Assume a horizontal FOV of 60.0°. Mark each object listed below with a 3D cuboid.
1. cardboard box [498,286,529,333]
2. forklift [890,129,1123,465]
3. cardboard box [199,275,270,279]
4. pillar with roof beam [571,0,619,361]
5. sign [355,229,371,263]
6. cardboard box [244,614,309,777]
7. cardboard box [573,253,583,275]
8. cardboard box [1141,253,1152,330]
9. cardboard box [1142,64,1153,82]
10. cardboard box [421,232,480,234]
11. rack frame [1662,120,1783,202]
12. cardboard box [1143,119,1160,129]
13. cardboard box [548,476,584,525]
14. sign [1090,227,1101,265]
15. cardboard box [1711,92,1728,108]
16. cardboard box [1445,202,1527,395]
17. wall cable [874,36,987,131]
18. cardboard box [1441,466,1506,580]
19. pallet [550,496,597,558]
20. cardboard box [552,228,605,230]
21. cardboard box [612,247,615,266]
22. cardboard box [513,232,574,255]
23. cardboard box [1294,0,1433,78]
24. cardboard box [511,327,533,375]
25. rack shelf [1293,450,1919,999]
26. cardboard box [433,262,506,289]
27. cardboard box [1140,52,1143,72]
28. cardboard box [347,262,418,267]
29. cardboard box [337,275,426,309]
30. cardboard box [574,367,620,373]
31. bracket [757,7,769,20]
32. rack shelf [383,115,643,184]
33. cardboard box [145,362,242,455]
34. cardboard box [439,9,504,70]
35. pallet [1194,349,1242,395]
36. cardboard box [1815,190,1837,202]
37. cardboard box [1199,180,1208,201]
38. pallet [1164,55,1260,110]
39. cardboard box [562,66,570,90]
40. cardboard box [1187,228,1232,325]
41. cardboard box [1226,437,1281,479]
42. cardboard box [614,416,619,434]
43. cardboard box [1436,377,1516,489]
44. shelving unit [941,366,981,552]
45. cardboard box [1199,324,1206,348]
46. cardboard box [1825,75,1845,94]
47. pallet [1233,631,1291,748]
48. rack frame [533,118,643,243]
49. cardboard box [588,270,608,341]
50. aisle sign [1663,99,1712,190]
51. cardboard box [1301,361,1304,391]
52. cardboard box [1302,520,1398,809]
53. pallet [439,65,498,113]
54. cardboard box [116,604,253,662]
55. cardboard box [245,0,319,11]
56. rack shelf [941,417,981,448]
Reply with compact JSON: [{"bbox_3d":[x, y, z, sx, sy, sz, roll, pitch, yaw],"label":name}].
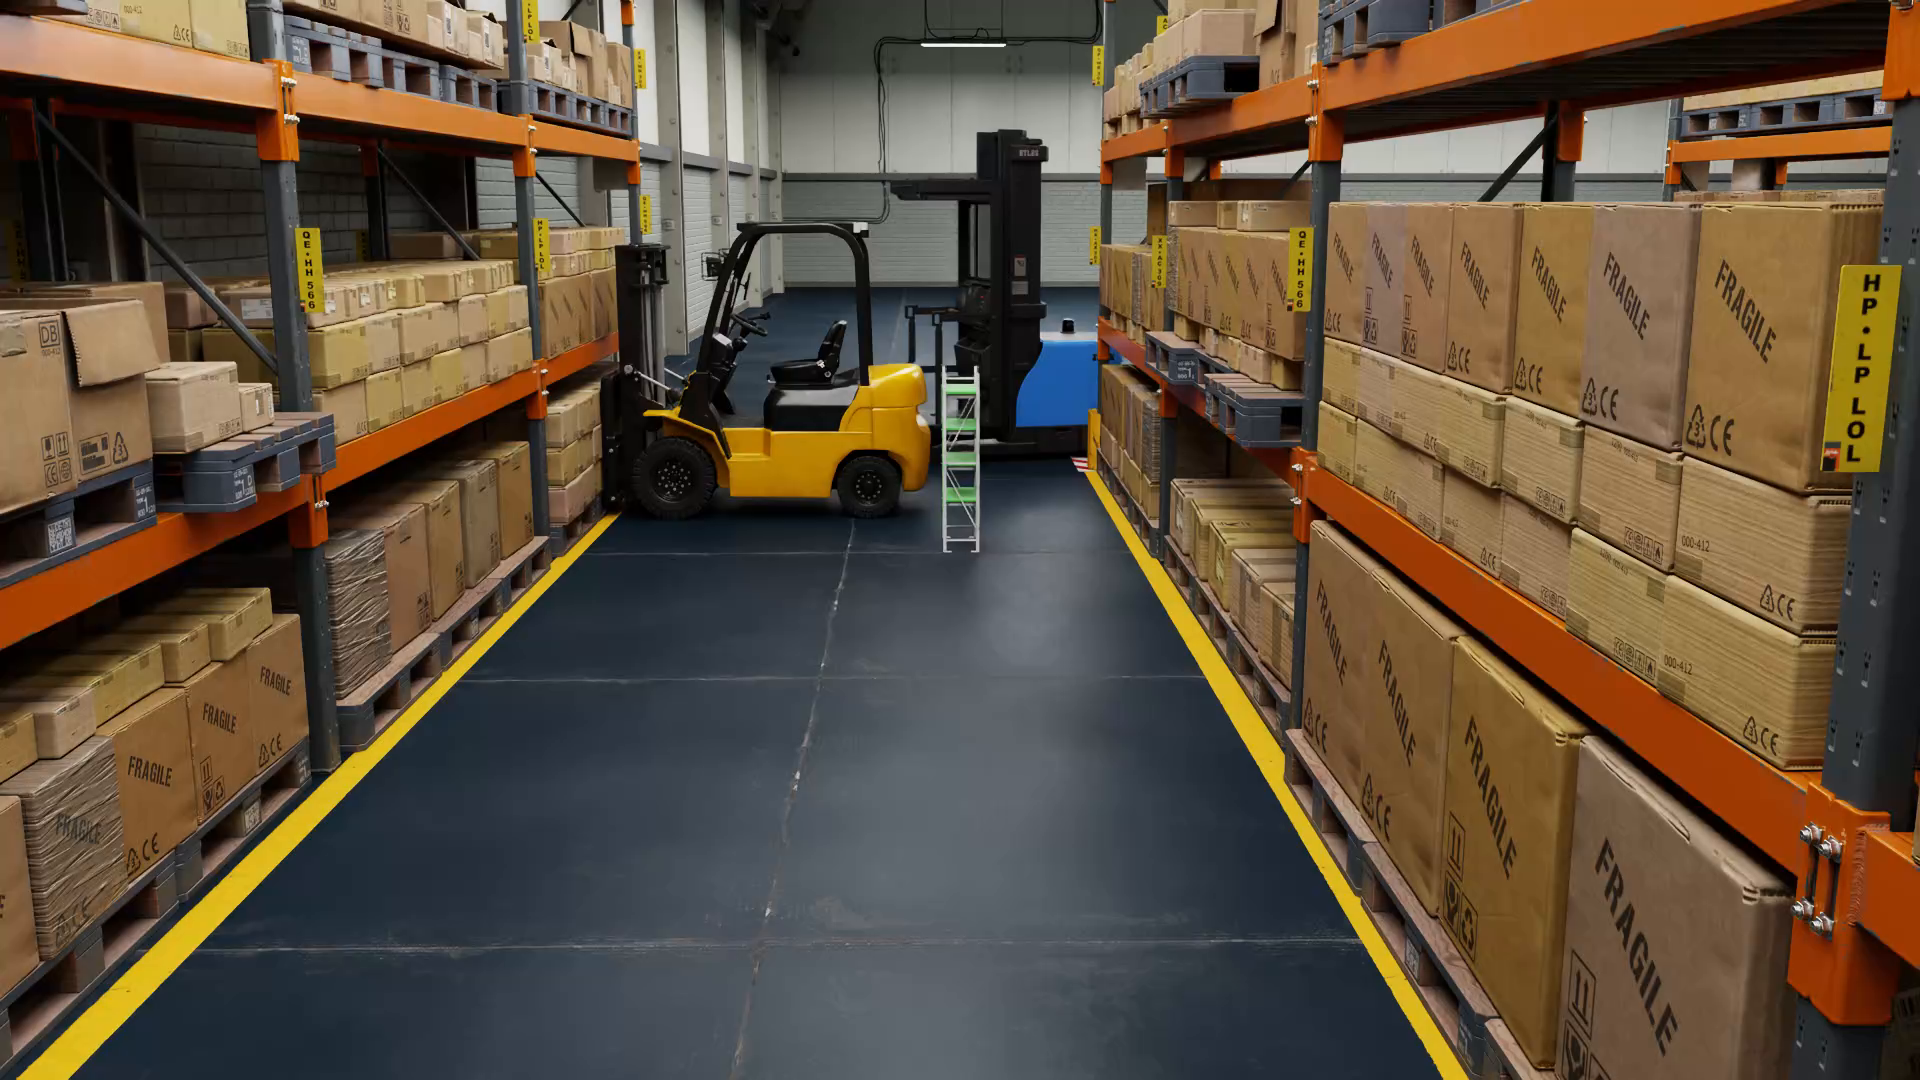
[{"bbox_3d":[-2.895,-1.388,9.976,0.500,0.250,0.500,0,11,-2],"label":"cardboard box"},{"bbox_3d":[-0.066,-2.229,15.173,3.031,2.935,1.130,-3,12,-15],"label":"forklift"},{"bbox_3d":[-3.439,-1.202,8.056,0.380,0.149,0.250,0,11,-2],"label":"cardboard box"},{"bbox_3d":[0.050,-6.117,19.075,9.100,9.000,0.400,0,11,-1],"label":"pillar with roof beam"},{"bbox_3d":[-3.715,-1.774,10.380,0.100,0.325,0.005,0,11,-1],"label":"sign"},{"bbox_3d":[-2.854,0.585,6.364,0.500,0.500,0.500,0,11,0],"label":"cardboard box"},{"bbox_3d":[-2.879,-1.949,11.739,0.380,0.149,0.250,0,11,-2],"label":"cardboard box"},{"bbox_3d":[1.527,-1.719,11.486,0.500,0.500,0.500,0,11,1],"label":"cardboard box"},{"bbox_3d":[1.512,-3.064,11.200,0.500,0.250,0.500,0,11,-2],"label":"cardboard box"},{"bbox_3d":[-3.520,-2.040,11.439,0.380,0.149,0.250,0,11,-2],"label":"cardboard box"},{"bbox_3d":[6.666,-2.170,14.710,1.000,3.000,0.127,0,11,-1],"label":"rack frame"},{"bbox_3d":[1.484,-2.947,11.629,0.380,0.149,0.250,0,11,0],"label":"cardboard box"},{"bbox_3d":[-2.840,-0.269,11.199,0.500,0.250,0.500,0,11,-1],"label":"cardboard box"},{"bbox_3d":[1.177,-2.551,14.413,0.100,0.325,0.005,0,11,-1],"label":"sign"},{"bbox_3d":[6.363,-3.602,13.547,0.380,0.149,0.250,0,11,-1],"label":"cardboard box"},{"bbox_3d":[1.673,-0.677,4.587,0.500,0.500,0.500,0,11,0],"label":"cardboard box"},{"bbox_3d":[-0.784,-12.425,45.279,3.097,2.526,0.112,0,11,-1],"label":"wall cable"},{"bbox_3d":[1.690,-0.063,4.702,0.500,0.250,0.500,0,11,-1],"label":"cardboard box"},{"bbox_3d":[-3.135,-0.105,11.544,1.003,0.211,1.213,0,11,-1],"label":"pallet"},{"bbox_3d":[-3.026,-2.400,13.213,0.380,0.149,0.250,0,11,-1],"label":"cardboard box"},{"bbox_3d":[-2.977,-2.305,13.492,0.380,0.149,0.250,0,11,0],"label":"cardboard box"},{"bbox_3d":[-2.883,-2.044,11.460,0.380,0.149,0.250,0,11,0],"label":"cardboard box"},{"bbox_3d":[1.875,-2.247,7.292,0.700,0.500,0.500,0,11,-1],"label":"cardboard box"},{"bbox_3d":[-2.889,-1.140,10.013,0.500,0.250,0.500,0,11,0],"label":"cardboard box"},{"bbox_3d":[1.926,0.211,4.784,1.077,0.370,4.000,0,11,-1],"label":"rack shelf"},{"bbox_3d":[-2.908,-1.562,9.830,0.380,0.149,0.250,0,11,-2],"label":"cardboard box"},{"bbox_3d":[1.483,-3.392,11.815,0.380,0.149,0.250,0,11,0],"label":"cardboard box"},{"bbox_3d":[-3.415,-1.556,9.800,0.380,0.149,0.250,-1,11,-3],"label":"cardboard box"},{"bbox_3d":[-2.827,-1.206,8.076,0.380,0.149,0.250,0,11,0],"label":"cardboard box"},{"bbox_3d":[-2.905,-1.265,13.593,0.500,0.250,0.500,0,11,0],"label":"cardboard box"},{"bbox_3d":[-4.262,-11.360,35.868,0.235,0.232,0.430,0,11,-1],"label":"bracket"},{"bbox_3d":[-3.202,-2.828,12.220,1.077,0.370,4.000,0,11,-1],"label":"rack shelf"},{"bbox_3d":[-2.732,-0.442,5.514,0.500,0.250,0.500,-1,11,-4],"label":"cardboard box"},{"bbox_3d":[-2.902,-2.851,9.442,0.500,0.311,0.500,-1,11,-3],"label":"cardboard box"},{"bbox_3d":[1.803,-0.838,8.630,1.003,0.211,1.213,0,11,-1],"label":"pallet"},{"bbox_3d":[6.774,-2.268,12.099,0.875,0.550,0.550,0,11,-1],"label":"cardboard box"},{"bbox_3d":[2.021,-2.209,11.389,0.700,0.500,0.500,0,11,-1],"label":"cardboard box"},{"bbox_3d":[1.733,-2.383,8.688,1.213,0.211,1.003,0,11,-1],"label":"pallet"},{"bbox_3d":[-2.882,-3.158,11.361,0.380,0.149,0.250,0,11,1],"label":"cardboard box"},{"bbox_3d":[1.532,-1.442,9.069,0.500,0.500,0.500,0,11,-1],"label":"cardboard box"},{"bbox_3d":[2.060,-0.678,11.332,0.500,0.500,0.500,0,11,2],"label":"cardboard box"},{"bbox_3d":[-2.883,-0.814,12.630,0.500,0.250,0.500,0,11,-1],"label":"cardboard box"},{"bbox_3d":[1.653,-0.306,4.643,0.500,0.250,0.500,0,11,0],"label":"cardboard box"},{"bbox_3d":[0.003,-0.555,11.278,0.258,1.200,0.503,0,11,-1],"label":"shelving unit"},{"bbox_3d":[1.540,-1.149,9.252,0.380,0.149,0.250,0,11,0],"label":"cardboard box"},{"bbox_3d":[6.400,-3.249,11.811,0.380,0.149,0.250,0,11,0],"label":"cardboard box"},{"bbox_3d":[1.870,0.672,7.715,1.003,0.211,1.213,0,11,-1],"label":"pallet"},{"bbox_3d":[-3.243,-2.108,14.406,1.000,3.000,0.127,0,11,-1],"label":"rack frame"},{"bbox_3d":[-2.937,-1.756,12.416,0.500,0.500,0.500,0,11,-1],"label":"cardboard box"},{"bbox_3d":[6.365,-3.457,14.515,0.394,0.787,0.004,0,11,-1],"label":"aisle sign"},{"bbox_3d":[1.643,-0.686,6.971,0.380,0.149,0.250,0,11,1],"label":"cardboard box"},{"bbox_3d":[1.816,0.434,6.163,0.875,0.875,0.875,0,11,-2],"label":"cardboard box"},{"bbox_3d":[-3.129,-2.514,9.344,0.805,0.209,1.217,-1,11,-3],"label":"pallet"},{"bbox_3d":[-2.778,0.335,5.964,0.380,0.149,0.250,-1,11,-4],"label":"cardboard box"},{"bbox_3d":[-2.781,-2.199,6.589,0.380,0.166,0.250,0,11,-1],"label":"cardboard box"},{"bbox_3d":[0.003,-0.728,11.243,0.258,0.148,0.480,0,11,-1],"label":"rack shelf"}]
